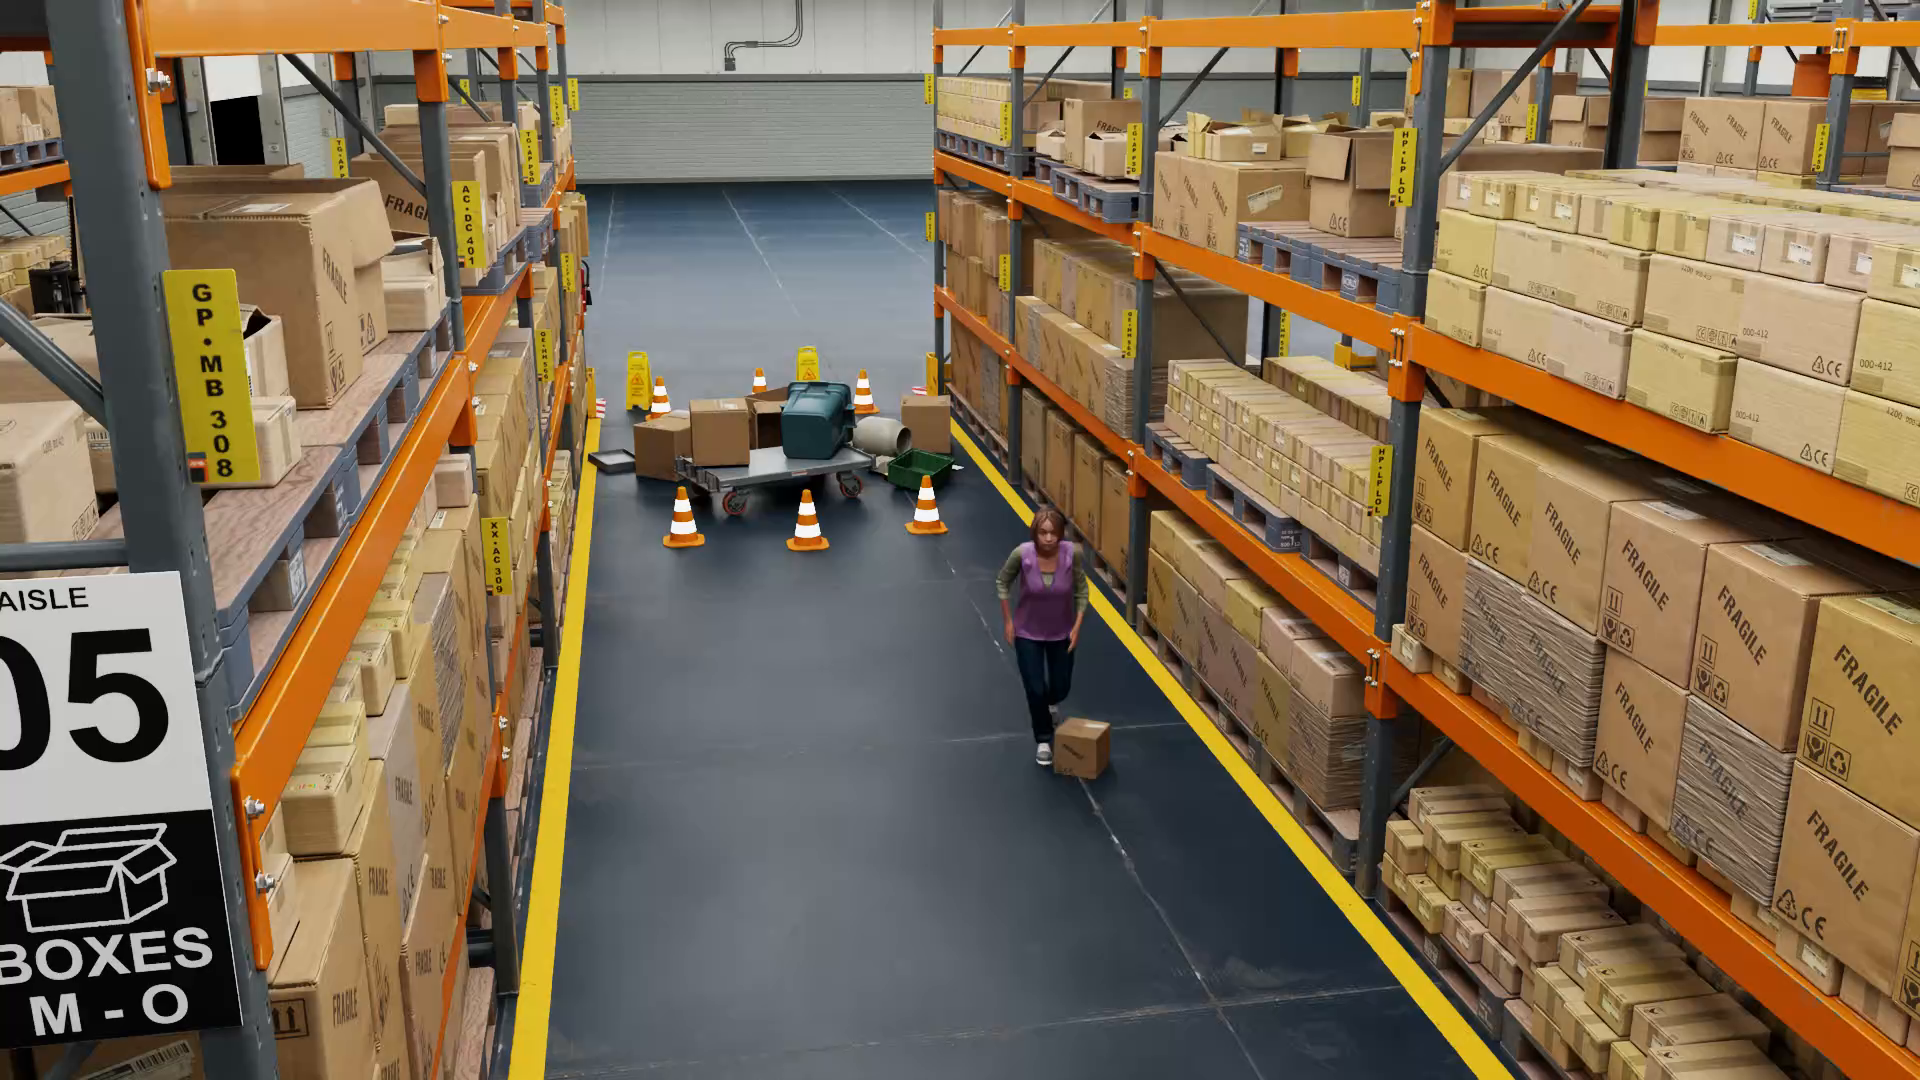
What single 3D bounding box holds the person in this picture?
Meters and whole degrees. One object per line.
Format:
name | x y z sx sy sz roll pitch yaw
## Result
person | 0.457 0.506 9.461 0.512 1.545 0.662 -2 17 -6
